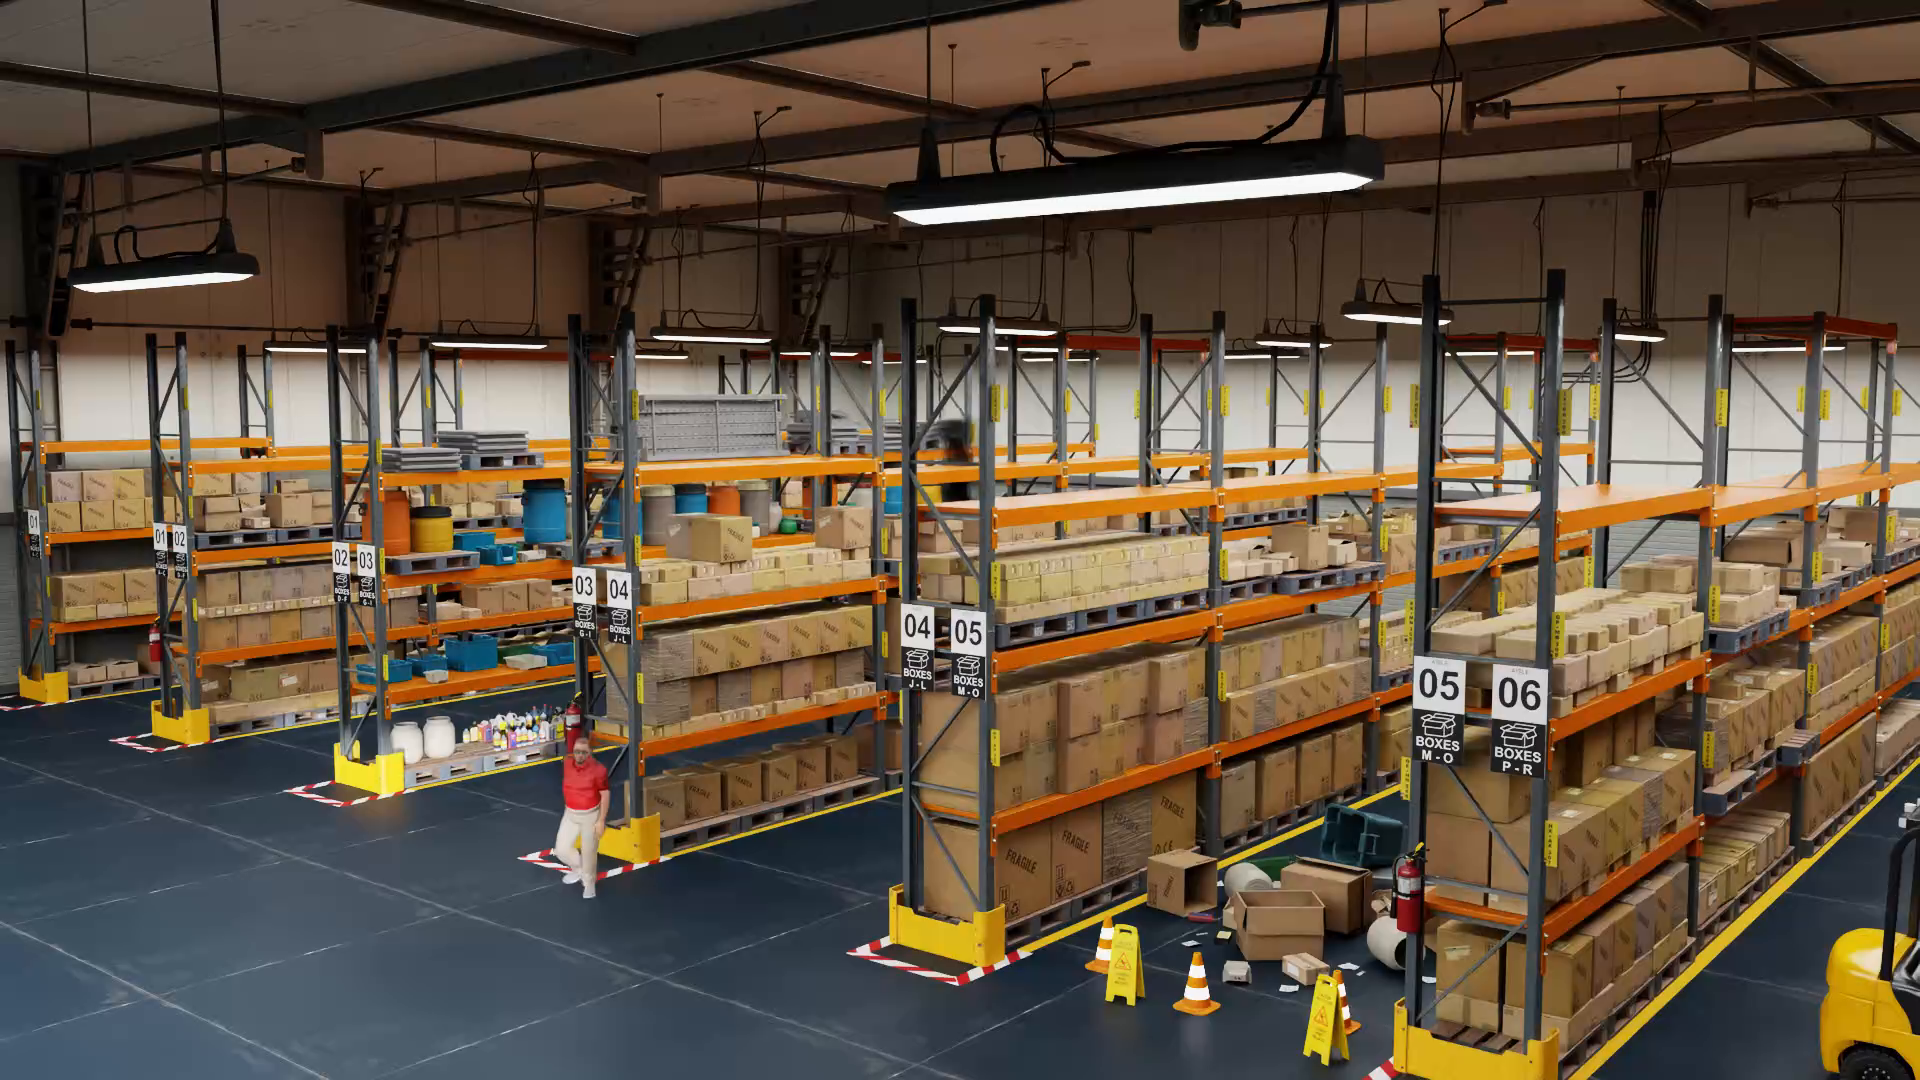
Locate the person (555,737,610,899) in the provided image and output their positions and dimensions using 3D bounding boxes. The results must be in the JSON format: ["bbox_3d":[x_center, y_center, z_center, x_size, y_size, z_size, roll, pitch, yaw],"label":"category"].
[{"bbox_3d":[-3.833,2.809,16.951,0.707,1.697,0.561,2,5,18],"label":"person"}]
